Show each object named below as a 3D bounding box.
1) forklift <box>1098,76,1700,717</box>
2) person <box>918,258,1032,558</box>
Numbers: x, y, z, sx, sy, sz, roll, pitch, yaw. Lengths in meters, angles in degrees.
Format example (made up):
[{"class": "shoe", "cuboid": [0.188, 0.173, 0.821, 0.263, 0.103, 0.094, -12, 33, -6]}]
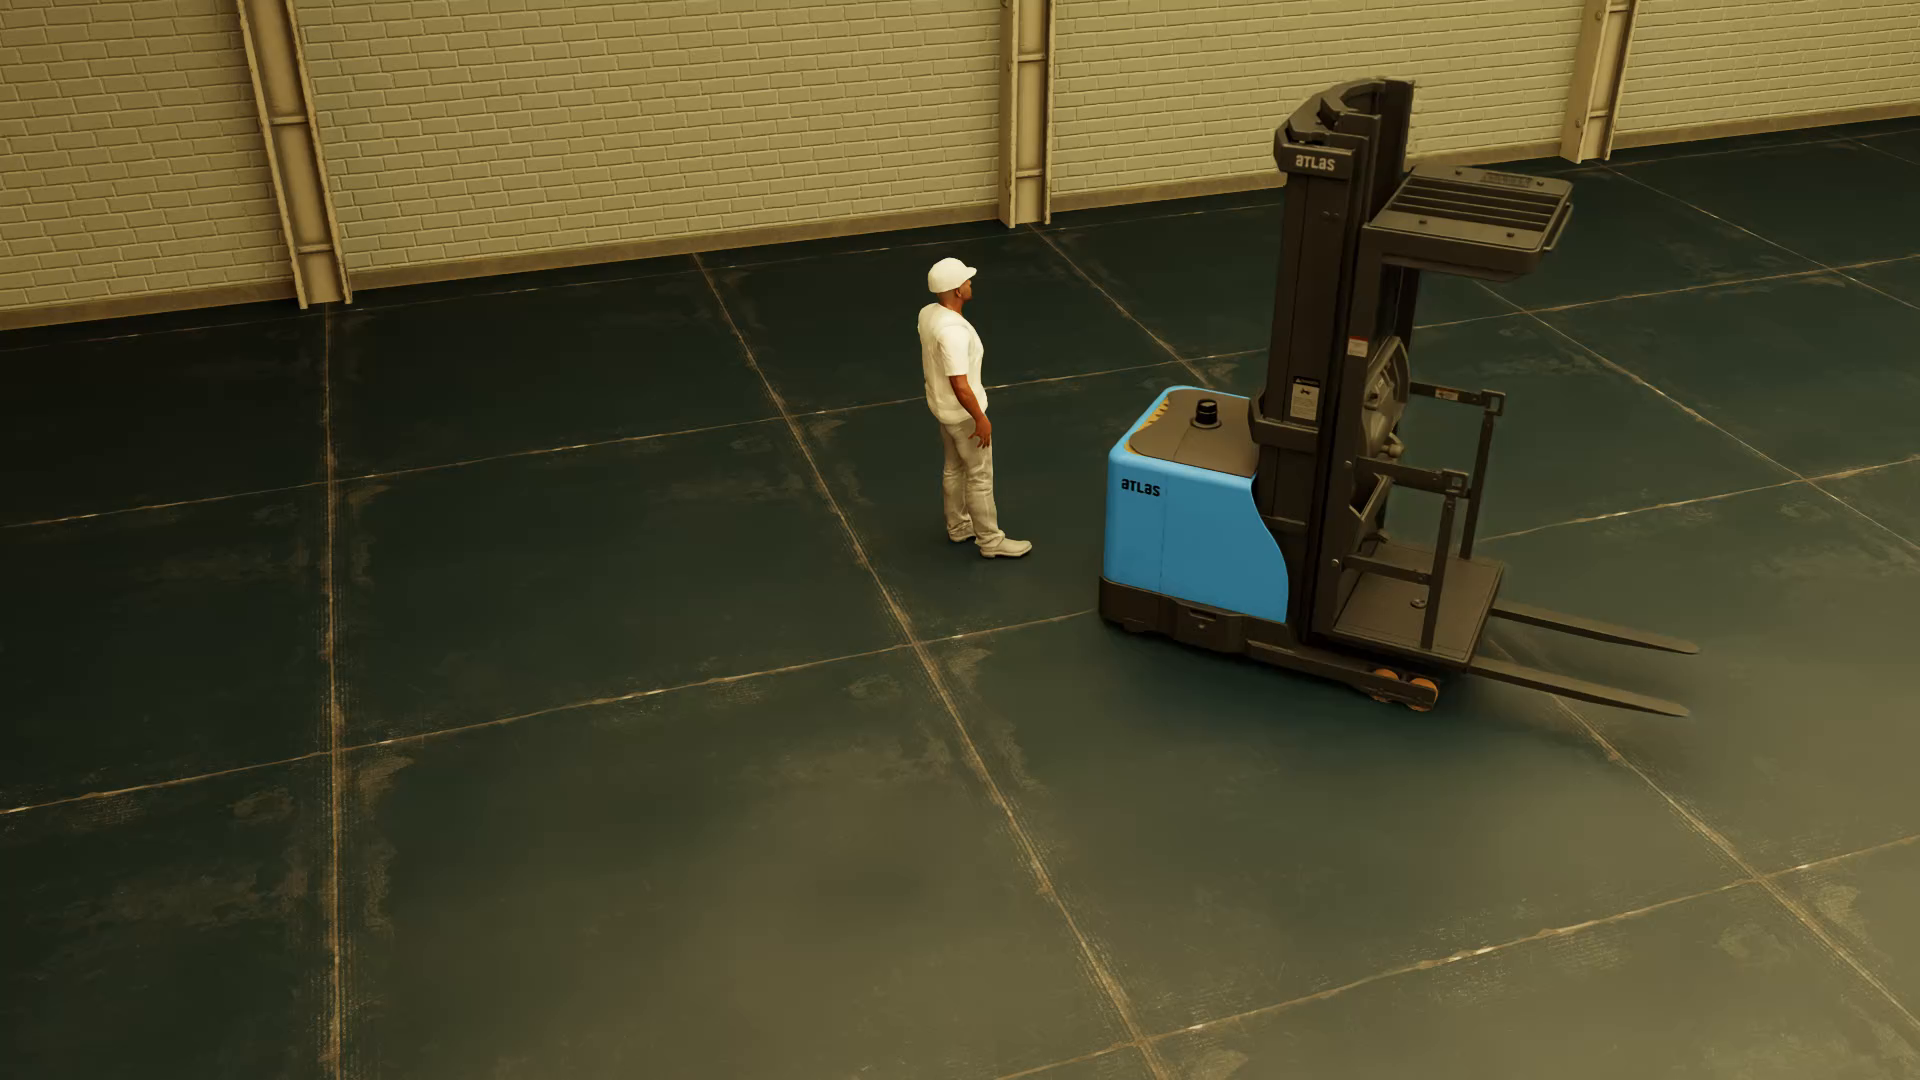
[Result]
[{"class": "forklift", "cuboid": [2.321, -0.698, 8.300, 3.031, 2.935, 1.130, 14, 33, 22]}, {"class": "person", "cuboid": [0.067, -0.780, 9.596, 0.577, 1.765, 0.666, -10, 31, -16]}]
